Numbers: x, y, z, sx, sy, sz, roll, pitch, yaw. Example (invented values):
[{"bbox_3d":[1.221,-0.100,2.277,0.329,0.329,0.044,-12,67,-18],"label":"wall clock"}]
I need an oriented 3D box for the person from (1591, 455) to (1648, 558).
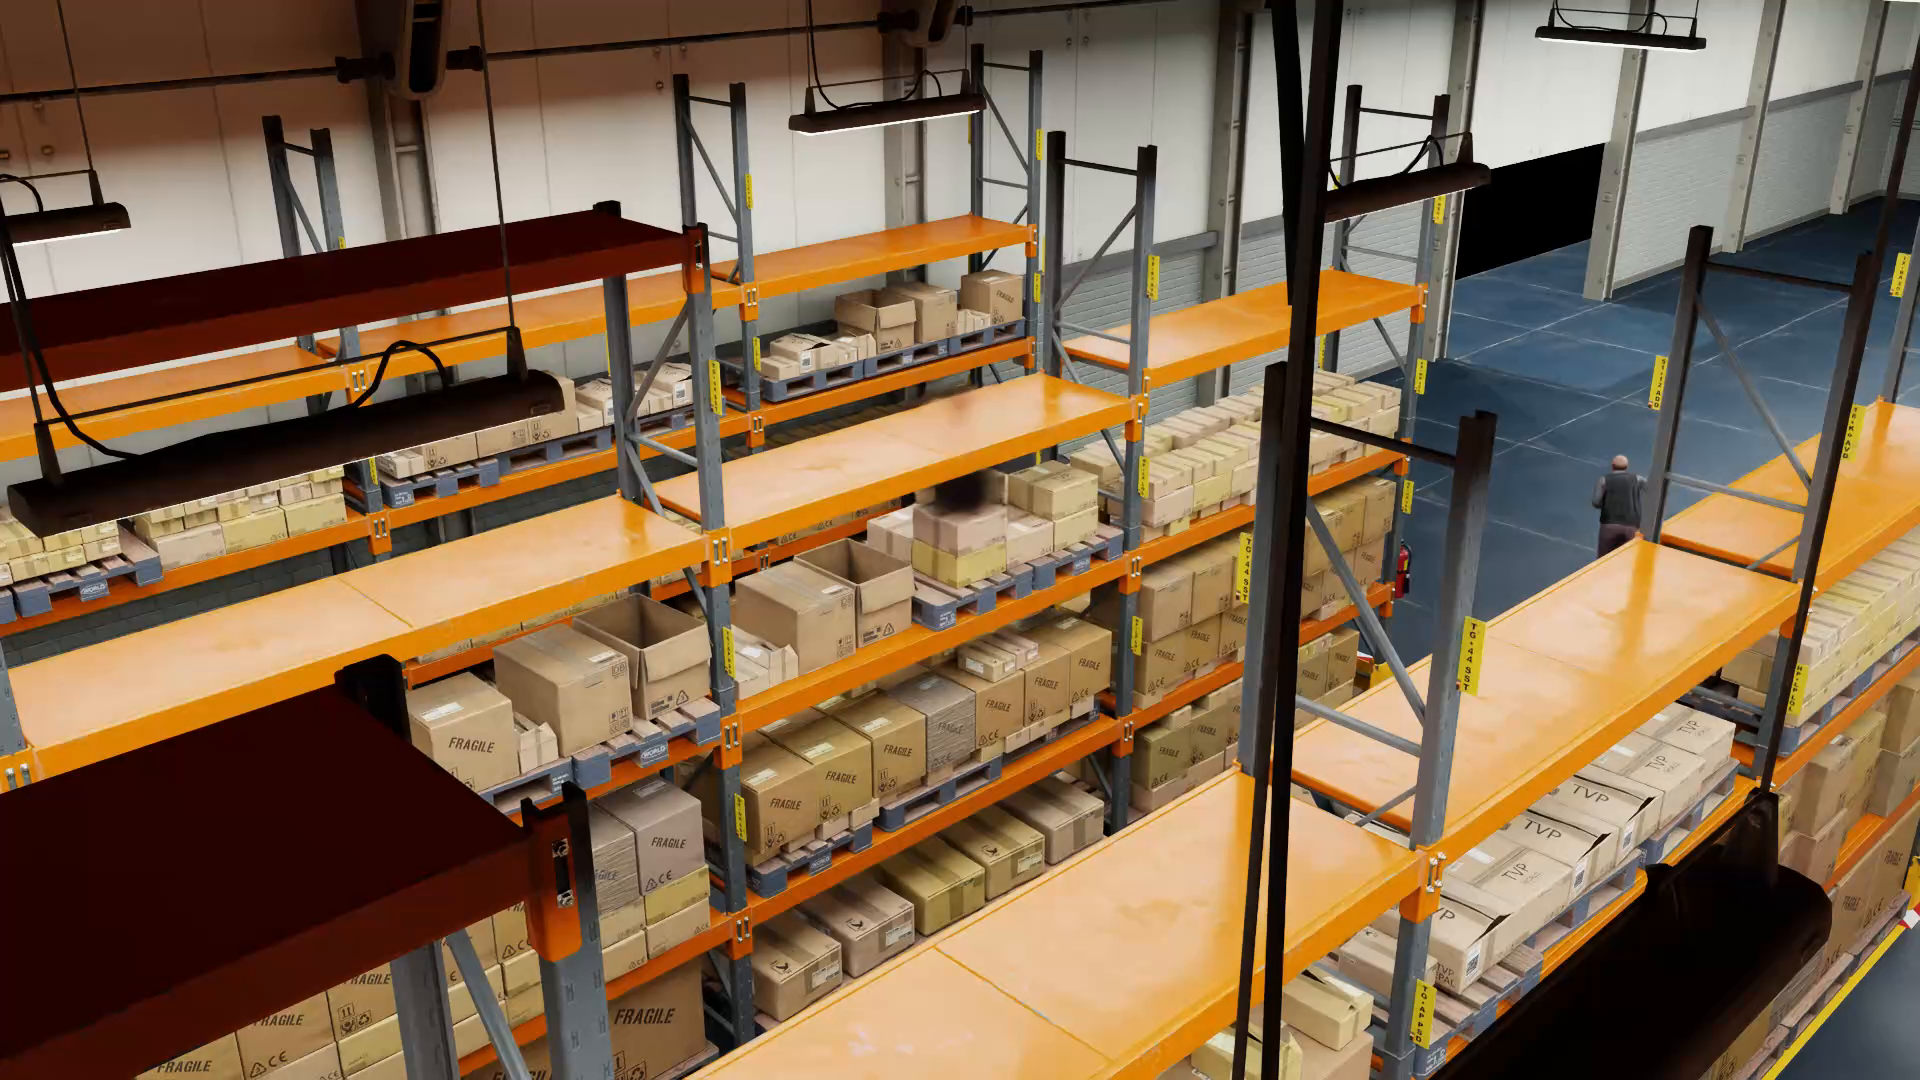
[{"bbox_3d":[7.644,-0.169,19.247,0.684,1.544,0.845,2,23,5],"label":"person"}]
